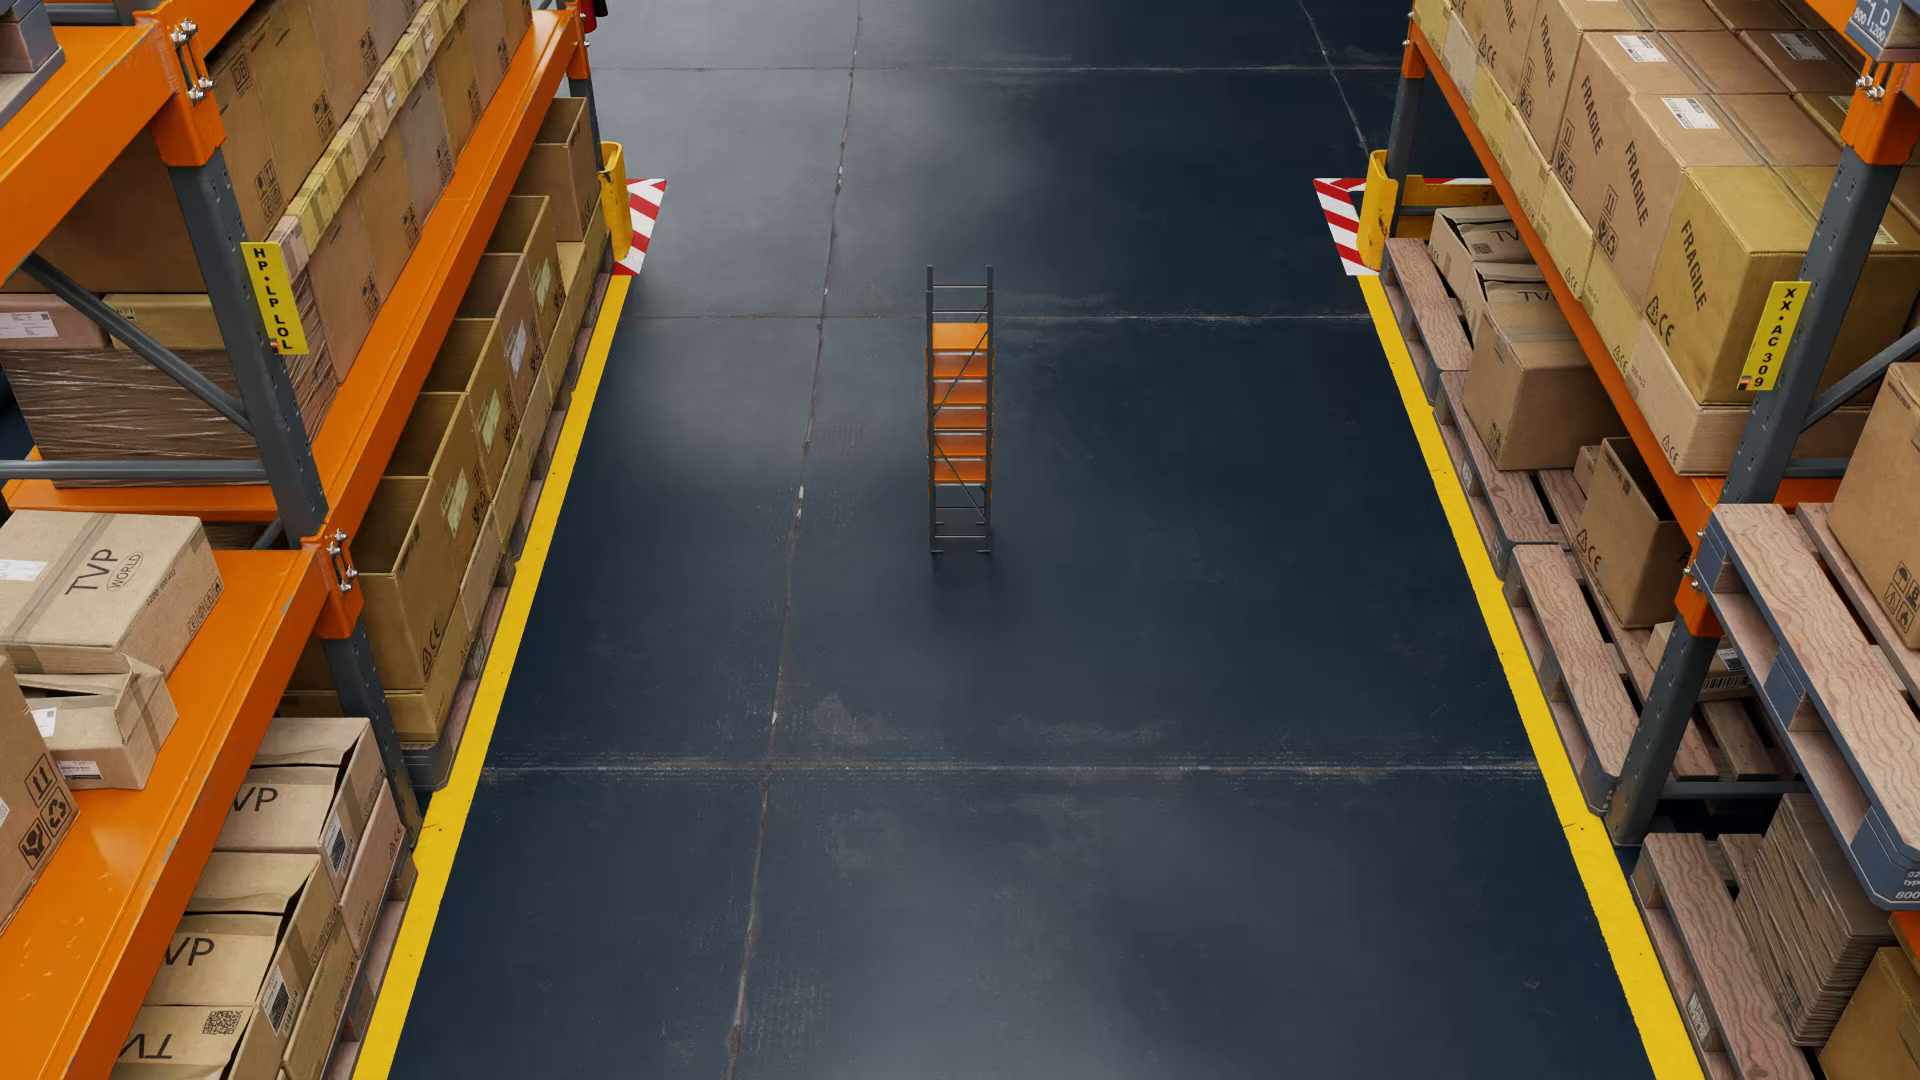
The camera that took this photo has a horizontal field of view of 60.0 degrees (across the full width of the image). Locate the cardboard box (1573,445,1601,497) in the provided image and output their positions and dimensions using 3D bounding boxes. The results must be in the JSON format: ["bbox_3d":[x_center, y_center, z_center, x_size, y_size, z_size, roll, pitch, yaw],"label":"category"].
[{"bbox_3d":[2.674,-0.253,6.595,0.380,0.149,0.250,-3,39,-4],"label":"cardboard box"}]

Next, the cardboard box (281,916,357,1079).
[{"bbox_3d":[-2.008,1.297,4.596,0.500,0.250,0.500,-1,39,-1],"label":"cardboard box"}]

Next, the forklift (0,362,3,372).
[{"bbox_3d":[-4.583,-2.356,7.346,1.130,2.935,3.031,2,39,2],"label":"forklift"}]

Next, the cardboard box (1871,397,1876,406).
[{"bbox_3d":[2.870,-0.437,5.001,0.500,0.250,0.500,0,39,0],"label":"cardboard box"}]

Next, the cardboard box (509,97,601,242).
[{"bbox_3d":[-2.004,-1.737,7.783,0.500,0.500,0.500,0,39,0],"label":"cardboard box"}]

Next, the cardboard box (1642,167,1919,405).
[{"bbox_3d":[2.346,-0.731,4.768,0.500,0.500,0.500,0,39,0],"label":"cardboard box"}]

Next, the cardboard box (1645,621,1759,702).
[{"bbox_3d":[2.626,0.406,5.759,0.380,0.166,0.250,-5,39,-6],"label":"cardboard box"}]

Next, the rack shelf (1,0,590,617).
[{"bbox_3d":[-2.300,-1.158,6.371,1.077,0.370,4.000,0,39,0],"label":"rack shelf"}]

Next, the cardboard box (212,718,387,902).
[{"bbox_3d":[-2.010,0.756,4.823,0.500,0.311,0.500,0,39,0],"label":"cardboard box"}]

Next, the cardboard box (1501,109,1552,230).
[{"bbox_3d":[2.342,-1.379,6.177,0.500,0.250,0.500,0,39,0],"label":"cardboard box"}]

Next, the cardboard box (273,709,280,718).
[{"bbox_3d":[-2.517,0.432,5.676,0.500,0.250,0.500,0,39,0],"label":"cardboard box"}]

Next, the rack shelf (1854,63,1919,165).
[{"bbox_3d":[2.658,0.167,2.319,1.077,0.370,4.000,0,39,0],"label":"rack shelf"}]

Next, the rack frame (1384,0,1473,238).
[{"bbox_3d":[2.652,-2.695,7.714,1.000,3.000,0.127,0,39,0],"label":"rack frame"}]

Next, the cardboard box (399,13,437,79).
[{"bbox_3d":[-2.107,-1.772,5.964,0.380,0.149,0.250,-1,39,-1],"label":"cardboard box"}]

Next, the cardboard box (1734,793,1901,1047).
[{"bbox_3d":[2.674,1.070,4.663,0.700,0.500,0.500,1,39,1],"label":"cardboard box"}]

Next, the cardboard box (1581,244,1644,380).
[{"bbox_3d":[2.360,-0.750,5.392,0.500,0.250,0.500,0,39,0],"label":"cardboard box"}]

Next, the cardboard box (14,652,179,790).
[{"bbox_3d":[-2.113,0.414,3.942,0.396,0.266,0.258,-1,39,-1],"label":"cardboard box"}]

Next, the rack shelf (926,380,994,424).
[{"bbox_3d":[0.000,-0.536,6.339,0.258,0.103,0.180,0,39,0],"label":"rack shelf"}]

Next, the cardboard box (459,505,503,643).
[{"bbox_3d":[-1.990,0.119,6.066,0.500,0.250,0.500,0,39,0],"label":"cardboard box"}]

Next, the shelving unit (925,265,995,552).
[{"bbox_3d":[0.000,-0.477,6.386,0.258,1.200,0.189,0,39,0],"label":"shelving unit"}]

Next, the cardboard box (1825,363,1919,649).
[{"bbox_3d":[2.623,-0.086,4.027,0.700,0.500,0.500,0,39,0],"label":"cardboard box"}]

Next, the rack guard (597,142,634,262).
[{"bbox_3d":[-2.302,-1.729,8.507,1.175,0.500,0.348,0,39,0],"label":"rack guard"}]

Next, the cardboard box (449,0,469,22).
[{"bbox_3d":[-2.110,-2.097,6.370,0.380,0.149,0.250,1,39,1],"label":"cardboard box"}]

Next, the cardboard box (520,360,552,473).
[{"bbox_3d":[-1.992,-0.507,6.847,0.500,0.250,0.500,0,39,0],"label":"cardboard box"}]

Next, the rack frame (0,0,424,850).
[{"bbox_3d":[-2.298,-0.188,4.586,1.000,3.000,0.127,0,39,0],"label":"rack frame"}]

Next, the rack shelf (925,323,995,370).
[{"bbox_3d":[0.000,-0.724,6.189,0.258,0.103,0.180,0,39,0],"label":"rack shelf"}]

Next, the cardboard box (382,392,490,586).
[{"bbox_3d":[-1.993,-0.174,5.832,0.500,0.500,0.500,0,39,0],"label":"cardboard box"}]

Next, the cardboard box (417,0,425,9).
[{"bbox_3d":[-2.307,-2.265,6.061,0.700,0.500,0.500,0,39,0],"label":"cardboard box"}]

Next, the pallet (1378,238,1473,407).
[{"bbox_3d":[2.617,-1.051,7.893,1.003,0.211,1.213,0,39,0],"label":"pallet"}]

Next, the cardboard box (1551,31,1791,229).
[{"bbox_3d":[2.350,-1.358,5.550,0.500,0.500,0.500,-1,39,-1],"label":"cardboard box"}]

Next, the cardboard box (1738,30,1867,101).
[{"bbox_3d":[2.873,-1.365,5.559,0.500,0.500,0.500,1,39,1],"label":"cardboard box"}]

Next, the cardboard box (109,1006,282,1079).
[{"bbox_3d":[-2.005,1.393,4.028,0.500,0.311,0.500,0,39,0],"label":"cardboard box"}]

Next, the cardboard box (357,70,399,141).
[{"bbox_3d":[-2.110,-1.454,5.567,0.380,0.149,0.250,-1,39,-1],"label":"cardboard box"}]

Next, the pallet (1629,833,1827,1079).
[{"bbox_3d":[2.659,1.381,4.857,1.003,0.211,1.213,0,39,0],"label":"pallet"}]

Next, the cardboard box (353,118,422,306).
[{"bbox_3d":[-2.308,-1.148,5.704,0.700,0.500,0.500,1,39,1],"label":"cardboard box"}]

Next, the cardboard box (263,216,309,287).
[{"bbox_3d":[-2.105,-0.805,4.757,0.380,0.149,0.250,0,39,1],"label":"cardboard box"}]

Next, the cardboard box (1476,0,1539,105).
[{"bbox_3d":[2.336,-2.006,6.359,0.500,0.500,0.500,-1,39,-2],"label":"cardboard box"}]

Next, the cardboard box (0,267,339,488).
[{"bbox_3d":[-2.304,-0.504,4.901,0.700,0.500,0.500,-1,39,-1],"label":"cardboard box"}]

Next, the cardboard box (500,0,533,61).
[{"bbox_3d":[-2.314,-2.436,7.311,0.700,0.500,0.500,0,39,0],"label":"cardboard box"}]

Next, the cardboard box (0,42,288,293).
[{"bbox_3d":[-2.304,-1.010,4.495,0.700,0.500,0.500,0,39,0],"label":"cardboard box"}]

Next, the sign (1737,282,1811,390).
[{"bbox_3d":[2.114,-0.526,4.316,0.100,0.325,0.005,0,39,0],"label":"sign"}]

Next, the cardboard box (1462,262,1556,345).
[{"bbox_3d":[2.563,-1.028,7.433,0.500,0.311,0.500,3,39,4],"label":"cardboard box"}]

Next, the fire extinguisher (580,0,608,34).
[{"bbox_3d":[-1.838,-2.733,7.824,0.296,0.674,0.183,0,39,0],"label":"fire extinguisher"}]

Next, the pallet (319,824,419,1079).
[{"bbox_3d":[-2.258,1.361,4.883,1.003,0.211,1.213,0,39,0],"label":"pallet"}]

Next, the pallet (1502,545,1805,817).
[{"bbox_3d":[2.620,0.475,5.989,1.003,0.211,1.213,0,39,0],"label":"pallet"}]

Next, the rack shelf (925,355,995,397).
[{"bbox_3d":[0.000,-0.630,6.264,0.258,0.103,0.180,0,39,0],"label":"rack shelf"}]

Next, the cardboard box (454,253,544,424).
[{"bbox_3d":[-1.989,-0.799,6.612,0.500,0.500,0.500,0,39,0],"label":"cardboard box"}]

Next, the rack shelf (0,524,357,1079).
[{"bbox_3d":[-2.295,1.344,3.250,1.077,0.370,4.000,0,39,0],"label":"rack shelf"}]

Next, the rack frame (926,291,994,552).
[{"bbox_3d":[0.000,-0.420,6.315,0.240,1.200,0.006,0,39,0],"label":"rack frame"}]

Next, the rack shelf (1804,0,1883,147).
[{"bbox_3d":[2.654,-2.334,5.441,1.077,0.370,4.000,0,39,0],"label":"rack shelf"}]

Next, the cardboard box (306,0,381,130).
[{"bbox_3d":[-2.306,-1.640,5.280,0.700,0.500,0.500,0,39,0],"label":"cardboard box"}]

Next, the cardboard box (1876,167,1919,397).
[{"bbox_3d":[2.864,-0.730,4.766,0.500,0.500,0.500,-1,39,-1],"label":"cardboard box"}]

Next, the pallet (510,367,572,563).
[{"bbox_3d":[-2.261,-0.362,7.033,1.003,0.211,1.213,0,39,0],"label":"pallet"}]

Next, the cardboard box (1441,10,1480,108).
[{"bbox_3d":[2.349,-2.014,6.969,0.500,0.250,0.500,-1,39,-1],"label":"cardboard box"}]

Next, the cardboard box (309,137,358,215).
[{"bbox_3d":[-2.108,-1.130,5.163,0.380,0.149,0.250,0,39,0],"label":"cardboard box"}]

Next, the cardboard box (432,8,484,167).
[{"bbox_3d":[-2.314,-1.797,6.514,0.700,0.500,0.500,0,39,0],"label":"cardboard box"}]

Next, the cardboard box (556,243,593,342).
[{"bbox_3d":[-1.993,-1.132,7.627,0.500,0.250,0.500,0,39,0],"label":"cardboard box"}]
